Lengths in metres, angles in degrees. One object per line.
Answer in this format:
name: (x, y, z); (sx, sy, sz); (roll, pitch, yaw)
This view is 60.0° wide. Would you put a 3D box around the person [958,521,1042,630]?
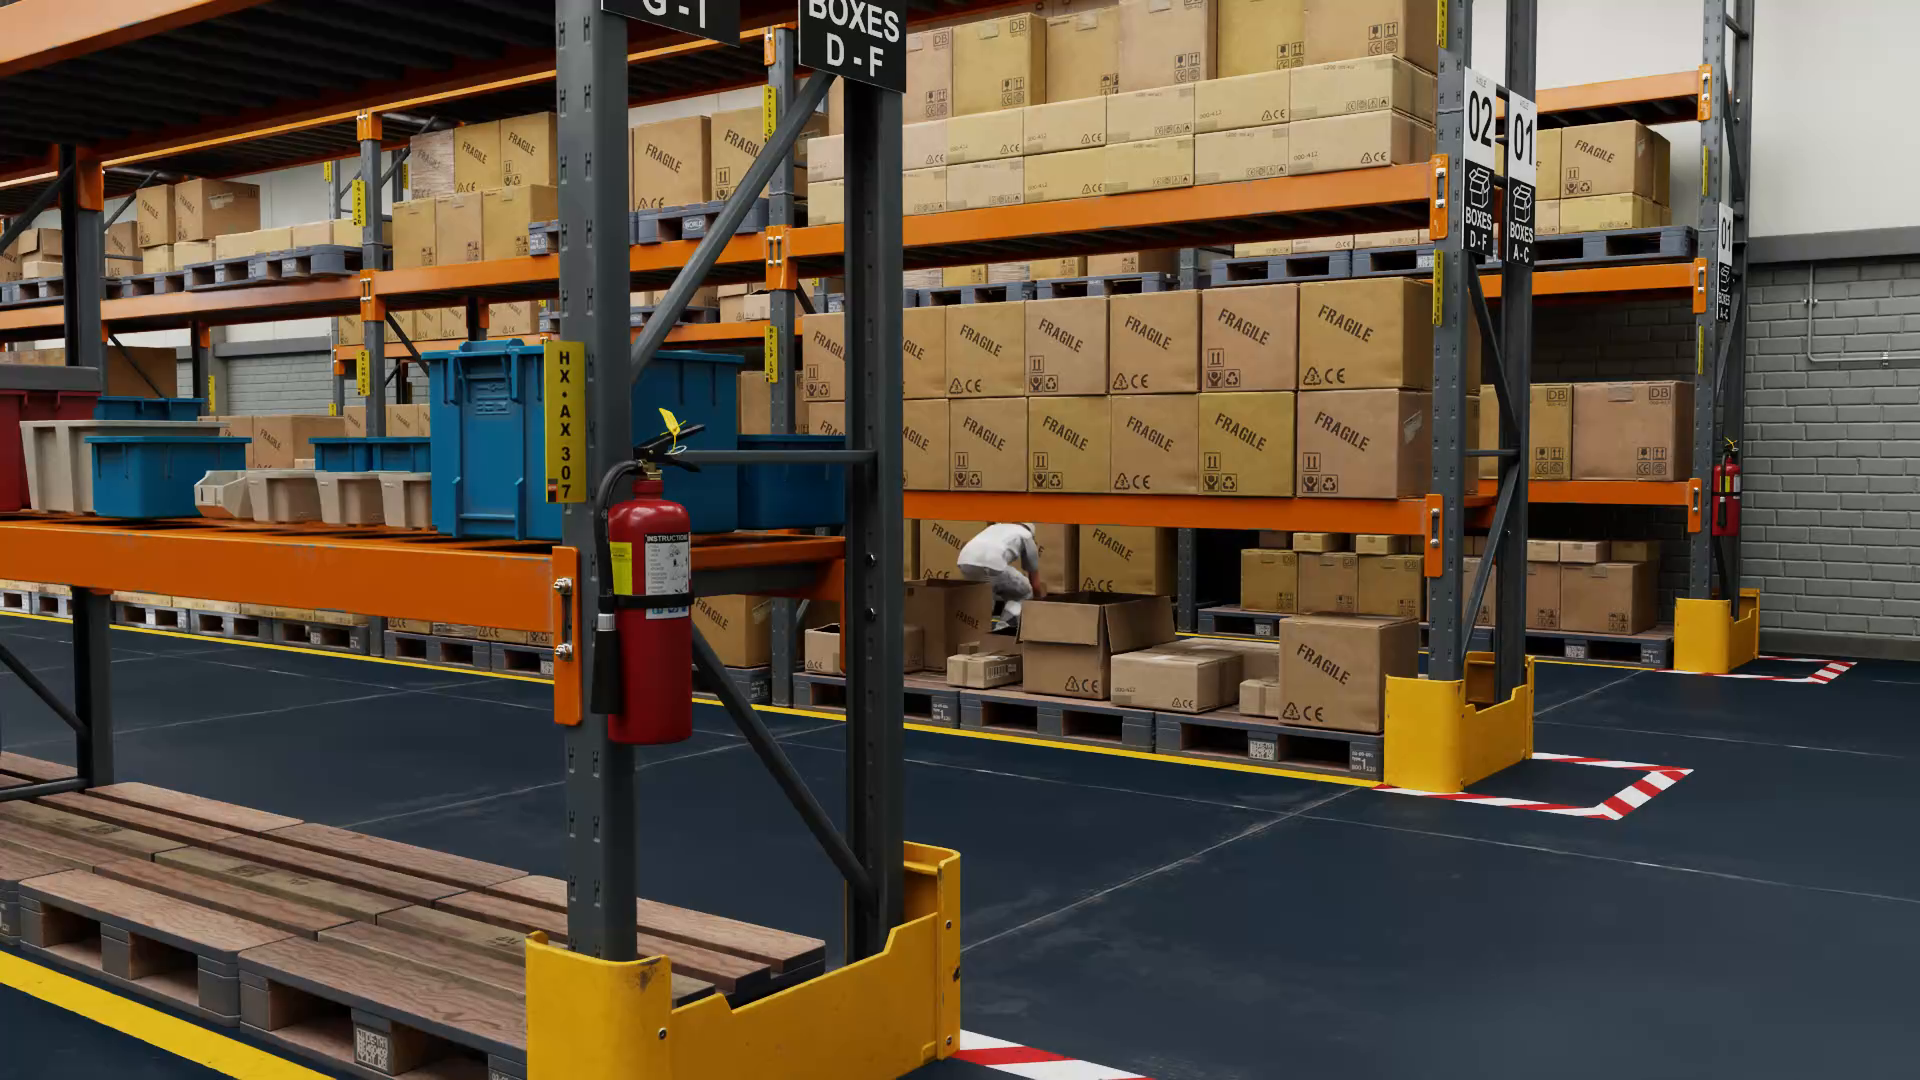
person: (0.354, 0.298, 13.284); (0.524, 1.011, 0.958); (2, 4, 33)
